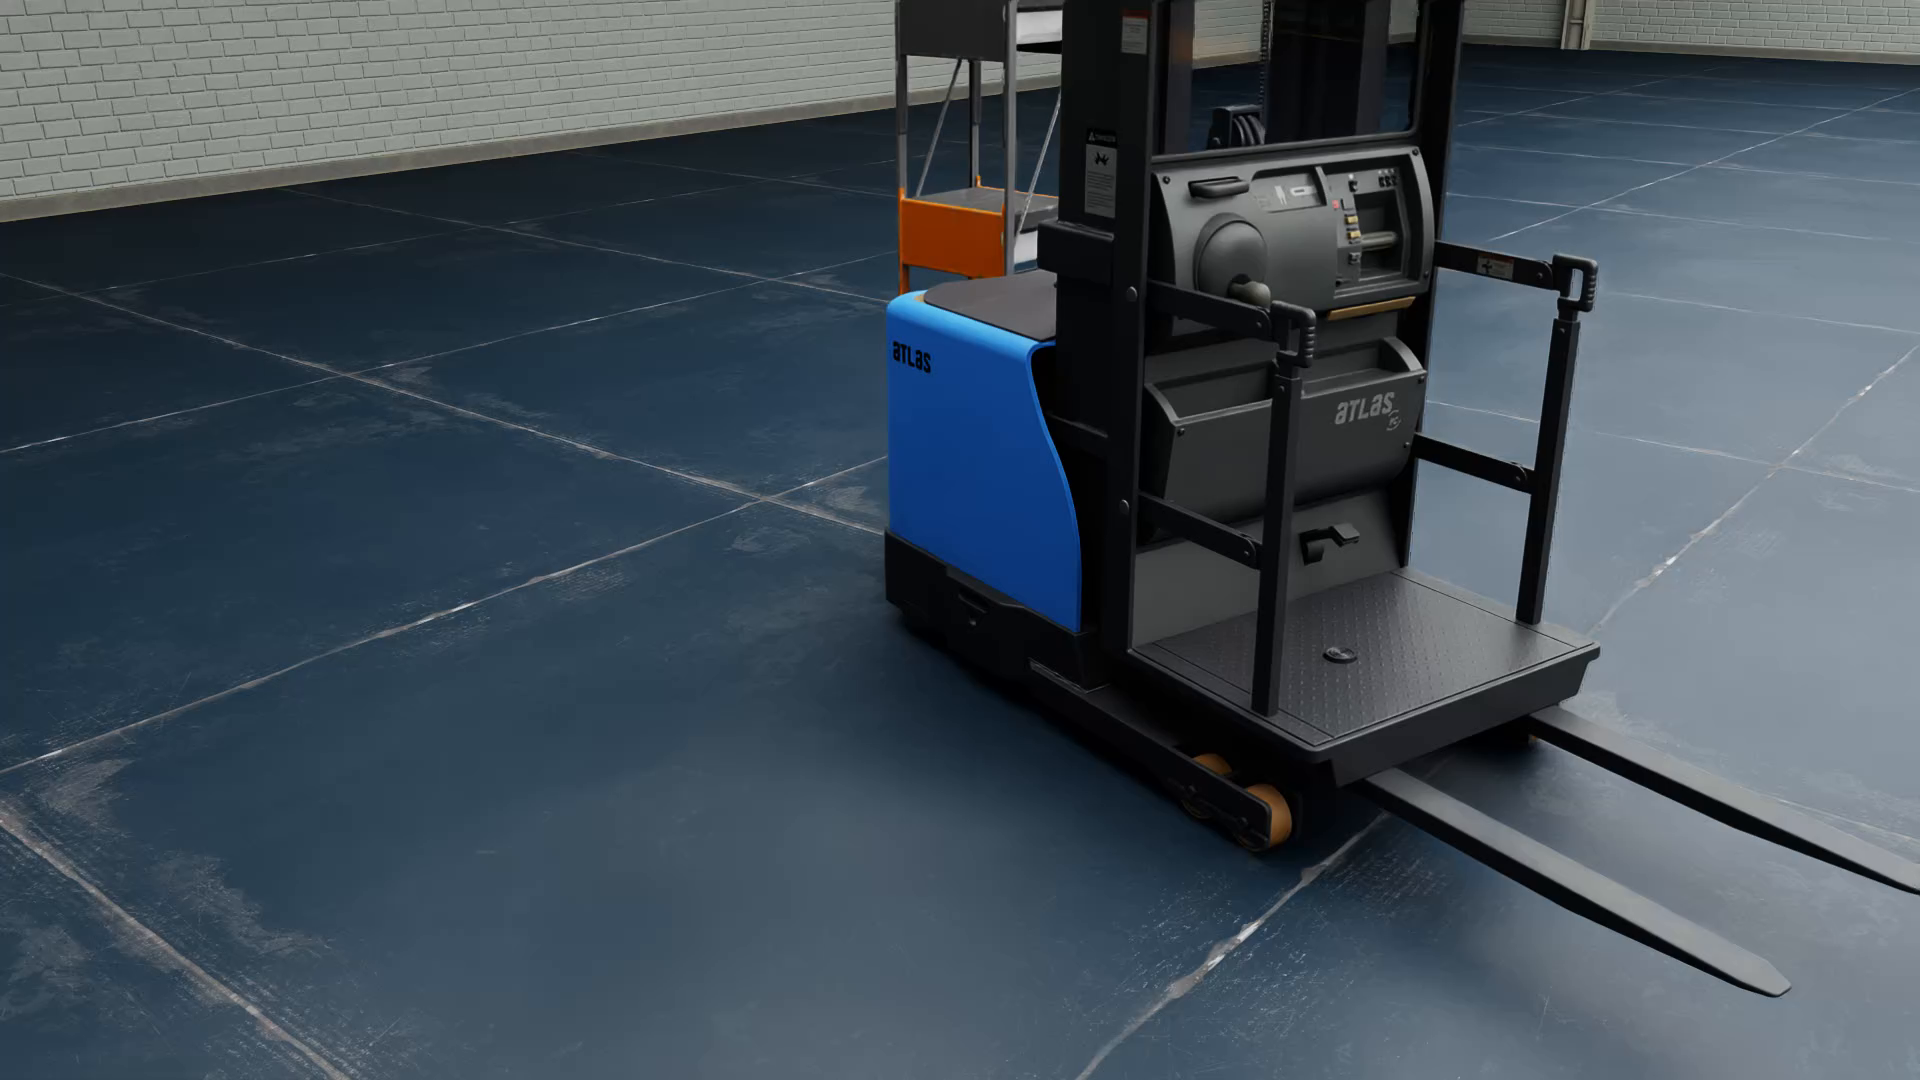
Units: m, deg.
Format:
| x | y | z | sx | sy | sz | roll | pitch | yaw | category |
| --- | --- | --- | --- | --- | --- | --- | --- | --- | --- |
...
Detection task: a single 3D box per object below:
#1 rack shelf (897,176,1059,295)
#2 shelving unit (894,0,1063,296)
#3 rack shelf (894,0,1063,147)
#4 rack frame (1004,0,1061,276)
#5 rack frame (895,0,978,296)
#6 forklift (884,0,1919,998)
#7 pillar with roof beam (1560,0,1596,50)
| x | y | z | sx | sy | sz | roll | pitch | yaw | category |
| --- | --- | --- | --- | --- | --- | --- | --- | --- | --- |
| 0.105 | -0.954 | 5.761 | 0.480 | 0.518 | 0.431 | 18 | 27 | 39 | rack shelf |
| 0.105 | -0.967 | 5.756 | 0.503 | 2.100 | 0.431 | 18 | 27 | 39 | shelving unit |
| 0.105 | -1.609 | 5.514 | 0.480 | 0.518 | 0.431 | 18 | 27 | 39 | rack shelf |
| 0.284 | -0.909 | 5.602 | 0.015 | 2.100 | 0.400 | 18 | 27 | 39 | rack frame |
| -0.075 | -1.025 | 5.911 | 0.015 | 2.100 | 0.400 | 18 | 27 | 39 | rack frame |
| 0.998 | -0.791 | 4.113 | 1.130 | 2.935 | 3.031 | -13 | 25 | -32 | forklift |
| 7.781 | -11.417 | 23.691 | 0.400 | 9.000 | 9.100 | 16 | 26 | 36 | pillar with roof beam |
